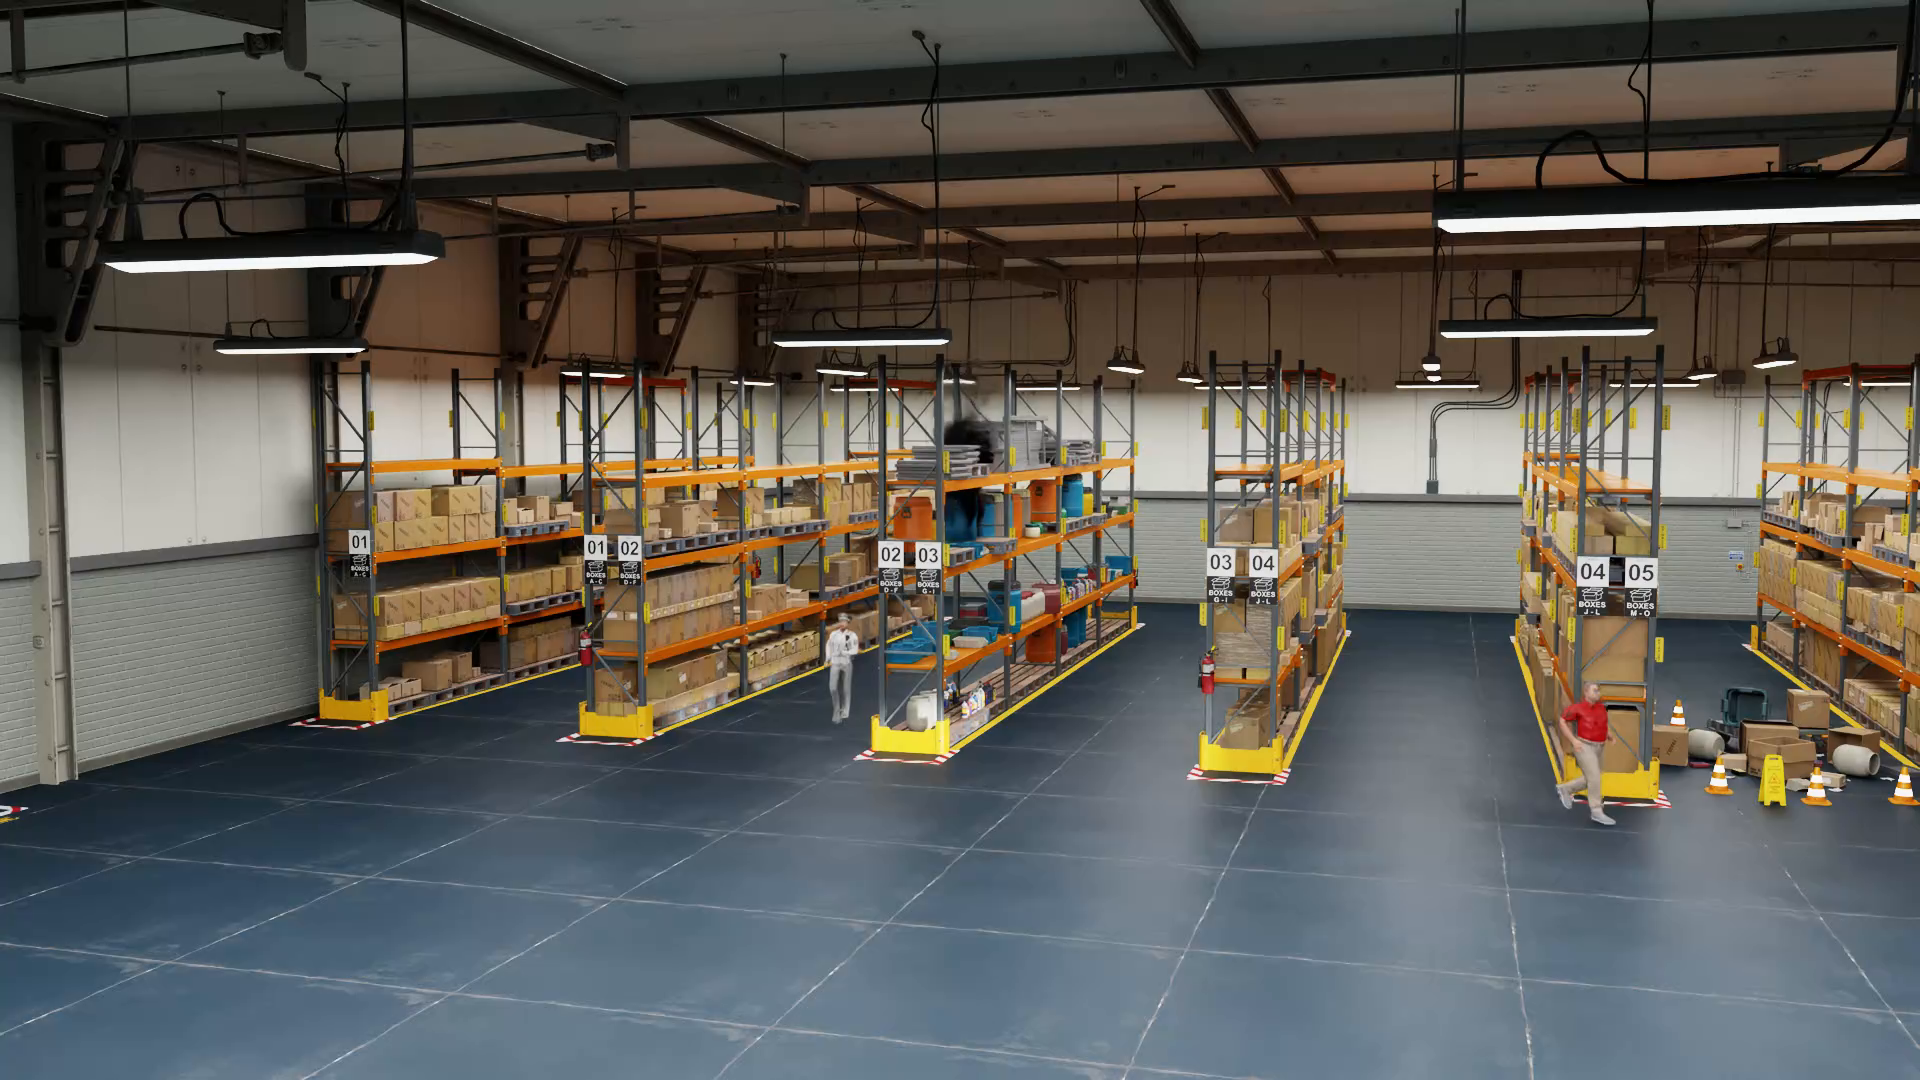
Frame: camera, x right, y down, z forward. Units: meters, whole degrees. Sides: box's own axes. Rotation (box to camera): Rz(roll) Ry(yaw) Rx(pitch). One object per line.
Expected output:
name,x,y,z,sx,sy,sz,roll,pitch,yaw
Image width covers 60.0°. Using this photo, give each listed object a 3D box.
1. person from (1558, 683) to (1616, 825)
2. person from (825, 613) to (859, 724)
person,7.919,2.646,20.902,0.677,1.708,0.899,-2,5,-29
person,-1.883,2.021,26.222,0.584,1.745,0.601,1,4,9
